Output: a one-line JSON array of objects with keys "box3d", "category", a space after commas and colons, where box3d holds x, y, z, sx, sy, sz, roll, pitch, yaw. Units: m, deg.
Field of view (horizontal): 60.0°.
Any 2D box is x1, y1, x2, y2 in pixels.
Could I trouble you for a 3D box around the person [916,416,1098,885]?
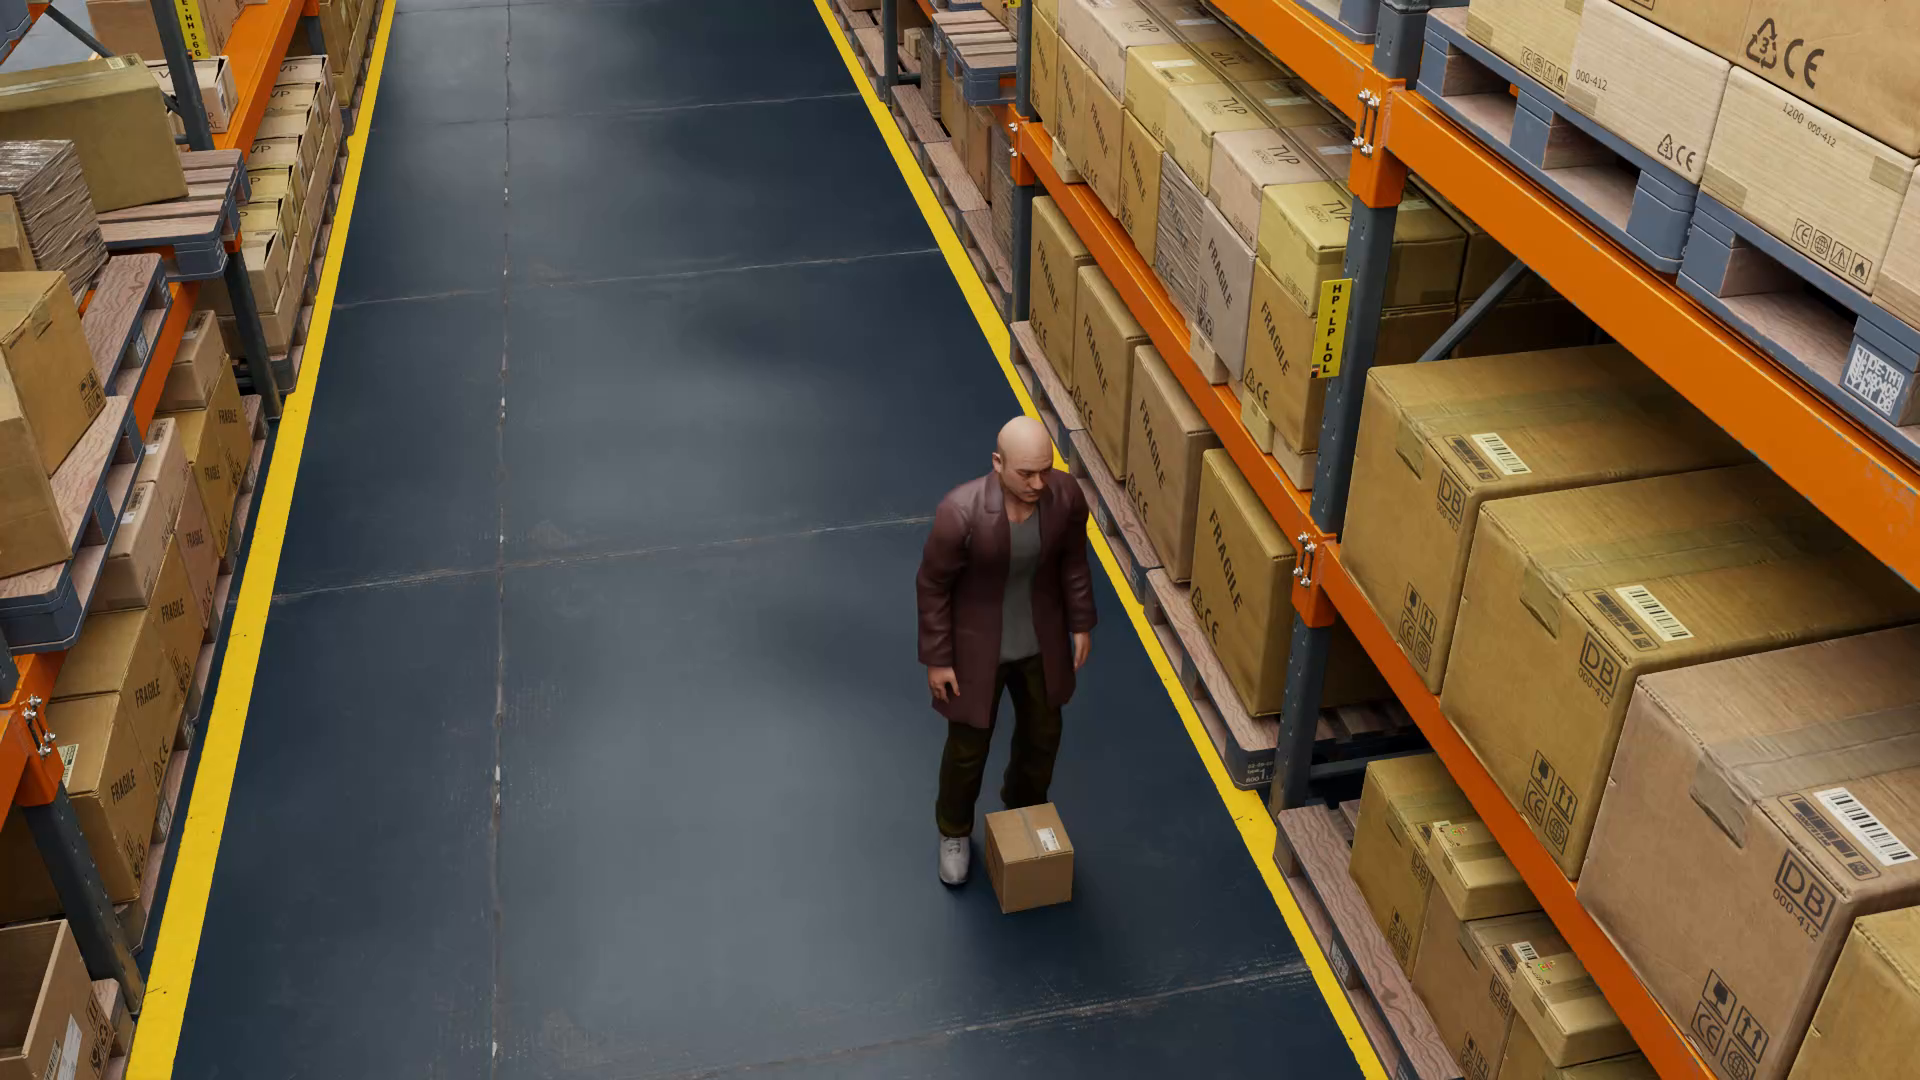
[{"box3d": [0.165, 0.353, 5.631, 0.653, 1.773, 0.426, -12, 36, -17], "category": "person"}]
